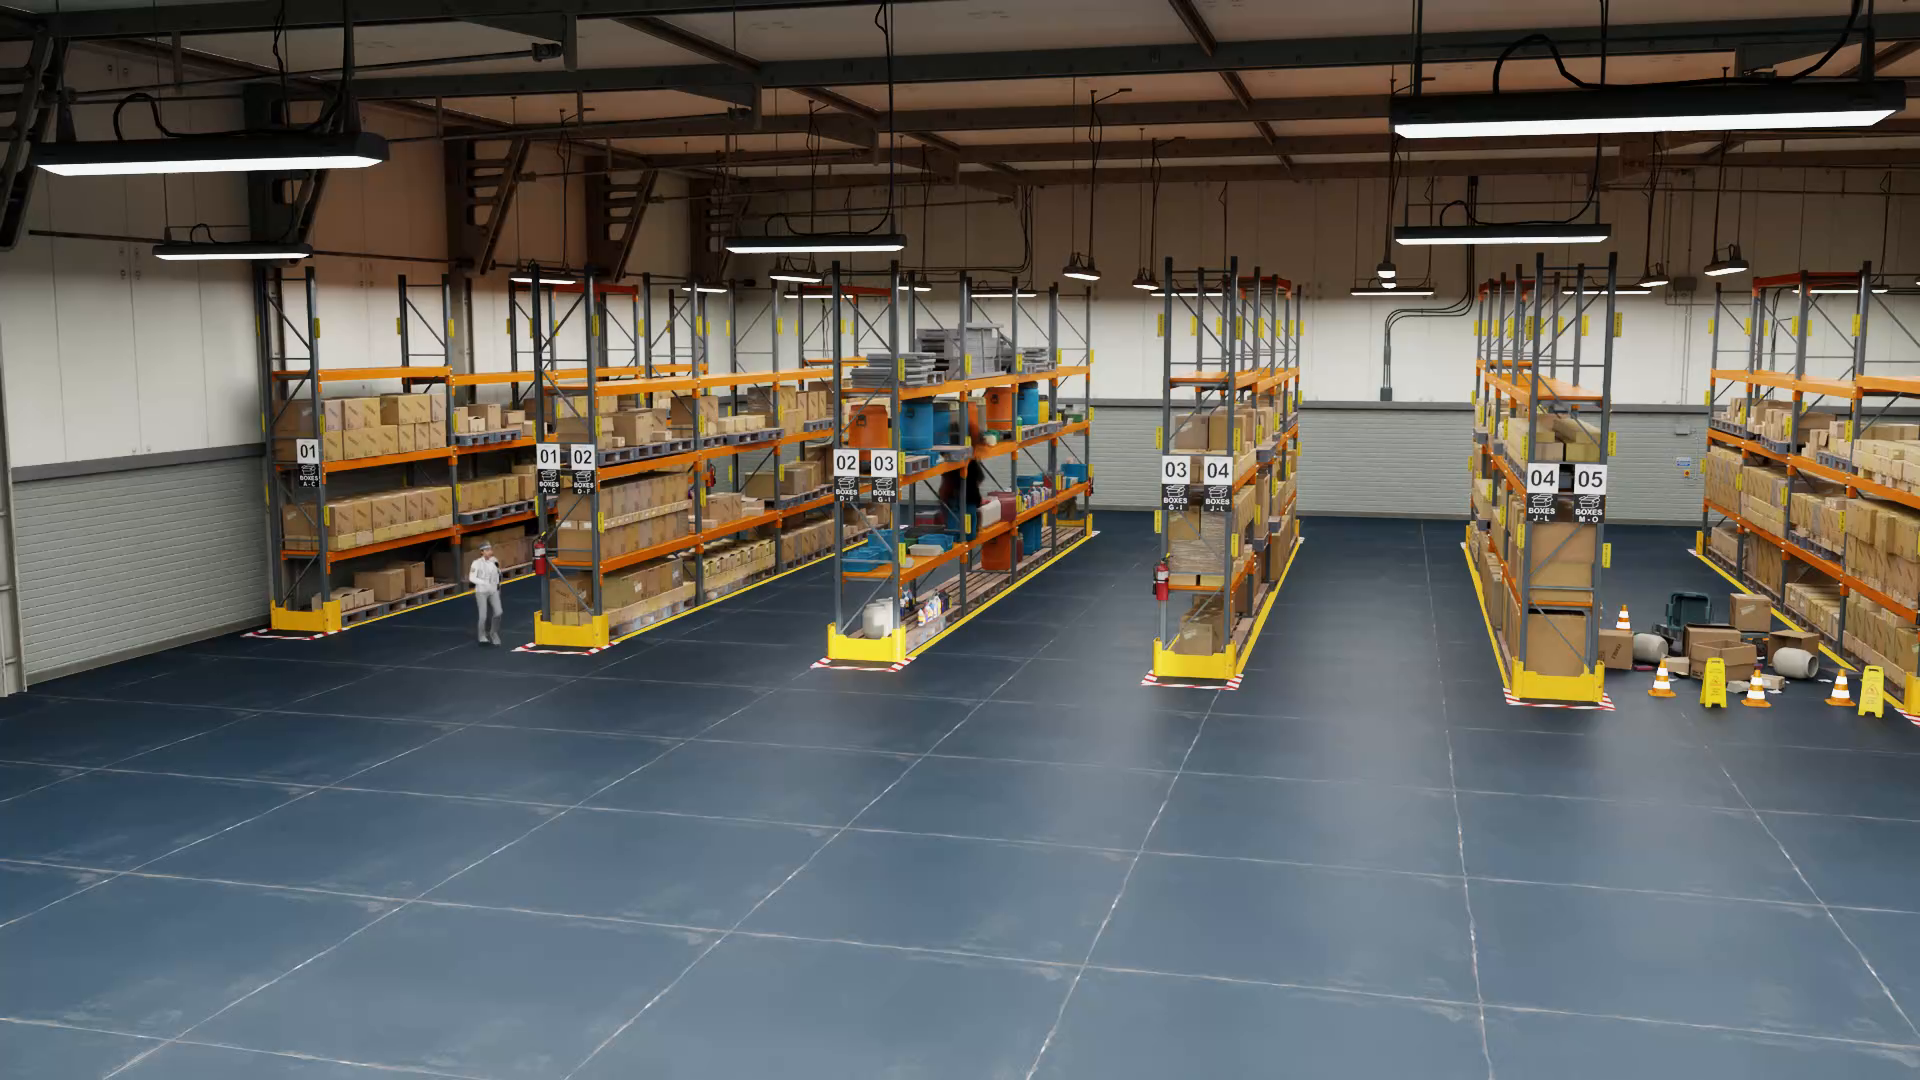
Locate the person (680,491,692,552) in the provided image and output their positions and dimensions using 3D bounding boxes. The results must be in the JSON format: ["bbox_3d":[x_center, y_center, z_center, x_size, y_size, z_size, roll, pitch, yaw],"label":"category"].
[{"bbox_3d":[-6.350,-0.562,37.283,0.728,1.704,0.964,-1,7,-5],"label":"person"}]

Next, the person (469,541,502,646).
[{"bbox_3d":[-7.476,0.850,26.306,0.563,1.704,0.684,-4,9,-32],"label":"person"}]

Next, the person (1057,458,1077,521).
[{"bbox_3d":[2.701,-1.234,42.475,0.840,1.745,0.768,3,8,20],"label":"person"}]
